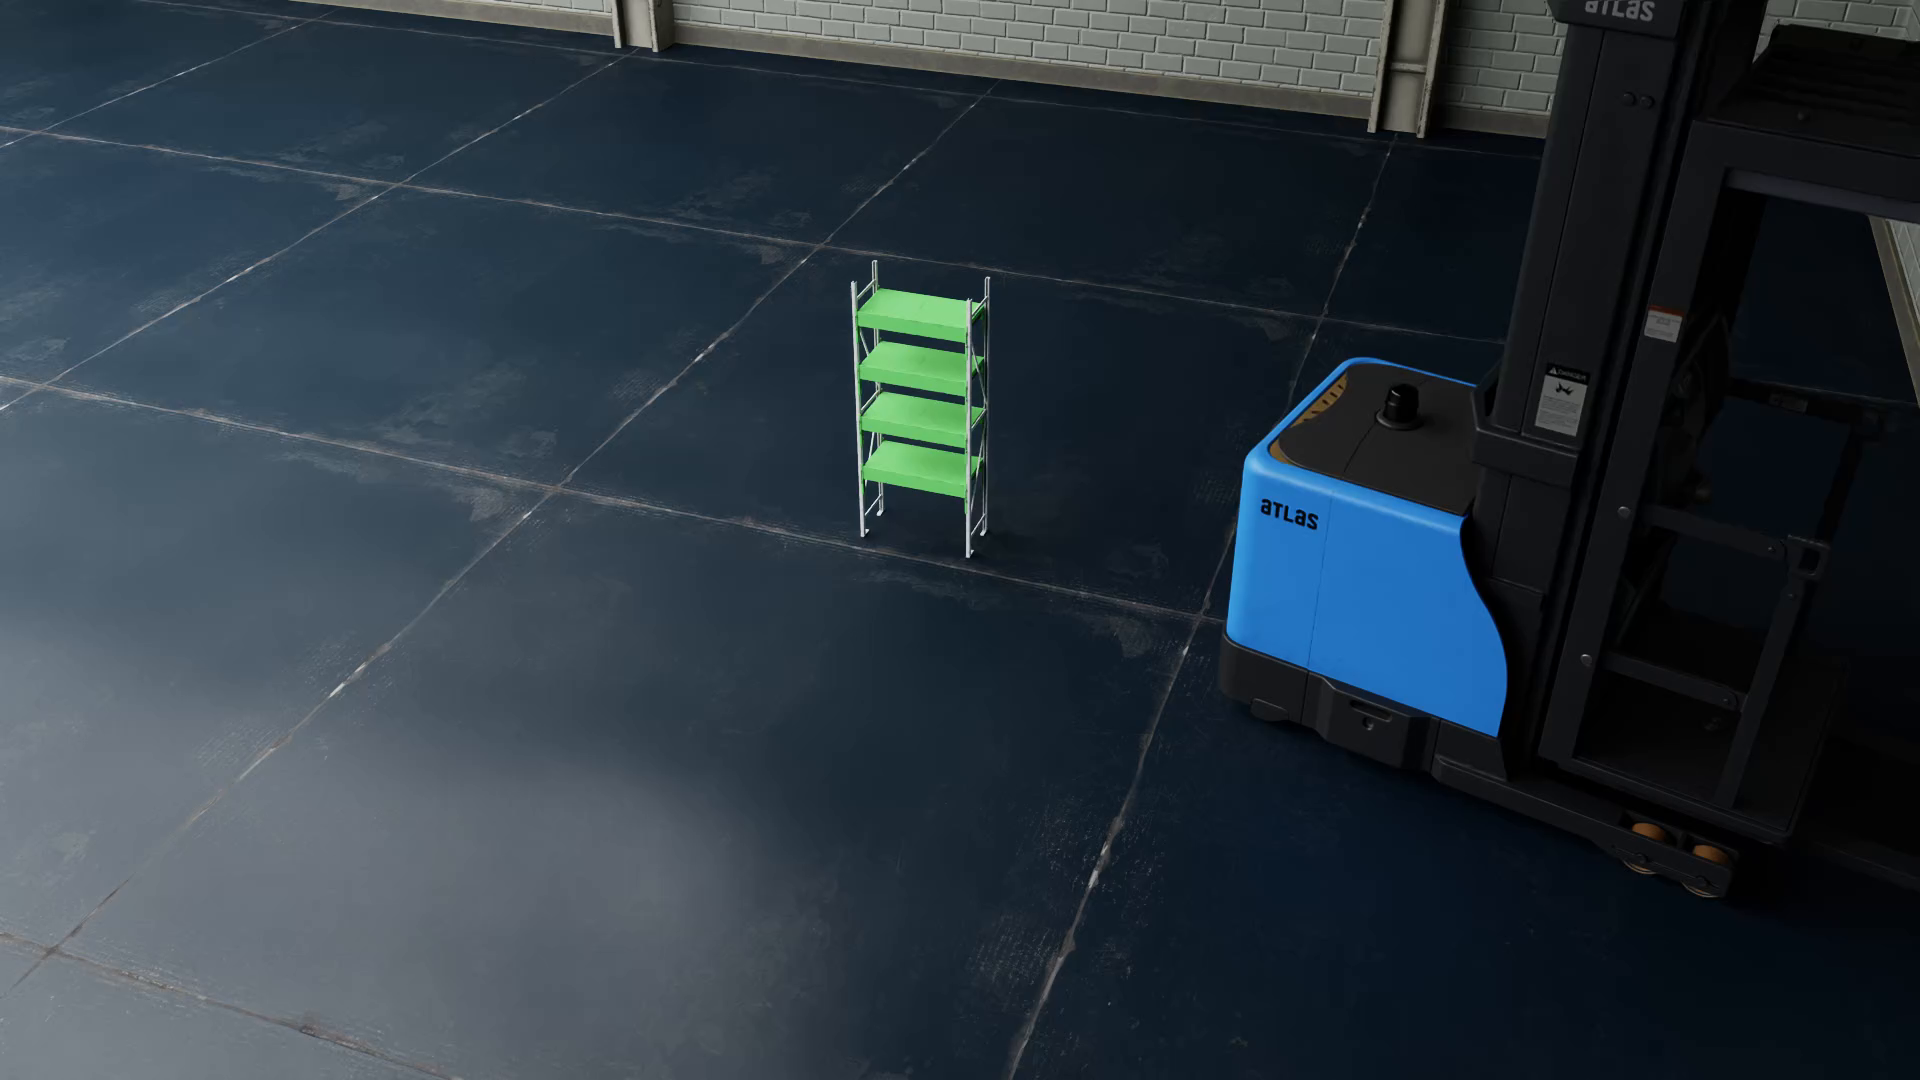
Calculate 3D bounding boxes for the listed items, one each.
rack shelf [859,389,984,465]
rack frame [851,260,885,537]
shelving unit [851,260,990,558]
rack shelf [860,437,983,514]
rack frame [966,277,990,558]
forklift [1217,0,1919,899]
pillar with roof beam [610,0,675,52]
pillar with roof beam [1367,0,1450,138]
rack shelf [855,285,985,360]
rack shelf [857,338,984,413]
[{"bbox_3d":[-0.156,-0.481,7.006,0.480,0.148,0.258,11,34,16],"label":"rack shelf"},{"bbox_3d":[-0.386,-0.579,7.041,0.015,1.200,0.240,11,34,16],"label":"rack frame"},{"bbox_3d":[-0.156,-0.534,6.971,0.503,1.200,0.258,11,34,16],"label":"shelving unit"},{"bbox_3d":[-0.156,-0.279,7.136,0.480,0.148,0.258,11,34,16],"label":"rack shelf"},{"bbox_3d":[0.074,-0.490,6.902,0.015,1.200,0.240,11,34,16],"label":"rack frame"},{"bbox_3d":[2.481,-0.394,5.157,3.031,2.935,1.130,20,38,28],"label":"forklift"},{"bbox_3d":[-3.996,-5.595,7.619,0.400,9.000,9.100,11,34,16],"label":"pillar with roof beam"},{"bbox_3d":[1.653,-4.497,5.918,0.400,9.000,9.100,11,34,16],"label":"pillar with roof beam"},{"bbox_3d":[-0.156,-0.884,6.746,0.480,0.148,0.258,11,34,16],"label":"rack shelf"},{"bbox_3d":[-0.156,-0.682,6.876,0.480,0.148,0.258,11,34,16],"label":"rack shelf"}]
